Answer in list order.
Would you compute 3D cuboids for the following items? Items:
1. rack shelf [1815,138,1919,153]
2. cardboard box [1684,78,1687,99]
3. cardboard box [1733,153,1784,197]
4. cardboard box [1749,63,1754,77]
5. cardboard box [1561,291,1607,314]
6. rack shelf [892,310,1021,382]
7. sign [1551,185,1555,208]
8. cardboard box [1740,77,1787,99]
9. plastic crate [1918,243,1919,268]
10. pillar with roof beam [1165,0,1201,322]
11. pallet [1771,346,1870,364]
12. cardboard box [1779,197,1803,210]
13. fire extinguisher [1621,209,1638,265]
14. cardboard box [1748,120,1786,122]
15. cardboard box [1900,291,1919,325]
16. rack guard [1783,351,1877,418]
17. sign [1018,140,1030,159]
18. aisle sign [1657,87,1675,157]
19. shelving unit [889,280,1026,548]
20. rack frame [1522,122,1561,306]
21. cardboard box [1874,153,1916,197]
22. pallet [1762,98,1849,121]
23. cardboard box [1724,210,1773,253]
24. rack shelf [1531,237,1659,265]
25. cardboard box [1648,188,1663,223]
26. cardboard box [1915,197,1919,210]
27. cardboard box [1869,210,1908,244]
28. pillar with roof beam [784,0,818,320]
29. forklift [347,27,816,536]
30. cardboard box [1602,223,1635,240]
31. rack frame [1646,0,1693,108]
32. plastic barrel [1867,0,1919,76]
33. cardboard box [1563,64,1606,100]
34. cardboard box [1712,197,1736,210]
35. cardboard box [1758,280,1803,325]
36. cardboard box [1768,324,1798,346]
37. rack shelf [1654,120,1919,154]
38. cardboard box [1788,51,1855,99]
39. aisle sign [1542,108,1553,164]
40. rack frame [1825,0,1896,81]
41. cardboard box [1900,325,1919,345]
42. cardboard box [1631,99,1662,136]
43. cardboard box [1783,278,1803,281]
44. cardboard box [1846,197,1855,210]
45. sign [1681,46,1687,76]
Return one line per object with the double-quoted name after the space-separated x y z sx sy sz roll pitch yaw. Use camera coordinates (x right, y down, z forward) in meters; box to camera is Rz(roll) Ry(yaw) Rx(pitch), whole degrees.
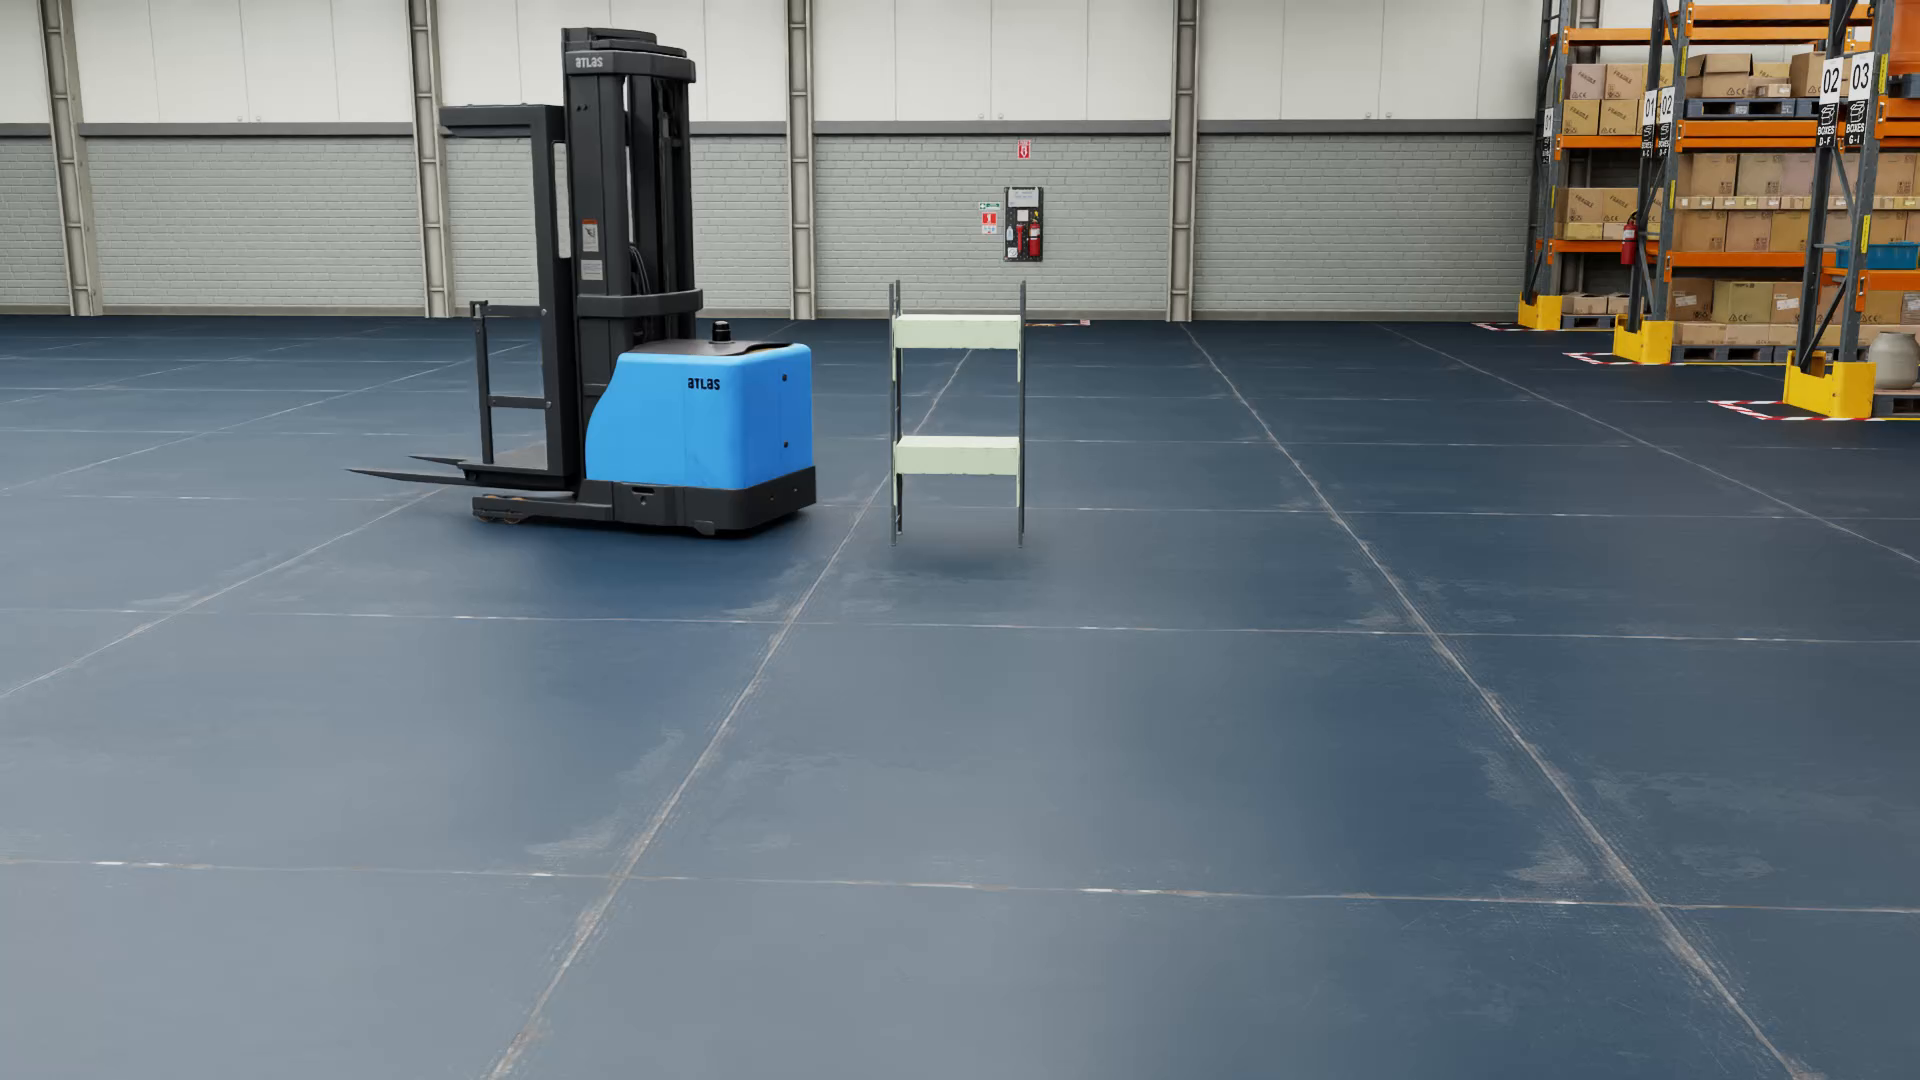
14.690 -5.739 24.308 4.000 0.370 1.077 1 12 4 "rack shelf"
10.688 -6.744 24.620 0.500 0.500 0.500 1 12 4 "cardboard box"
9.419 -4.361 19.877 0.500 0.500 0.700 0 12 2 "cardboard box"
11.107 -6.628 24.068 0.500 0.500 0.500 0 12 2 "cardboard box"
9.388 -3.576 25.031 0.500 0.311 0.500 -1 12 -3 "cardboard box"
-0.007 -1.116 9.535 0.720 0.370 0.431 1 12 4 "rack shelf"
8.667 -5.018 24.315 0.005 0.325 0.100 1 12 4 "sign"
9.543 -5.400 19.929 0.500 0.250 0.500 1 12 4 "cardboard box"
9.208 -2.652 15.485 0.408 0.251 0.499 1 12 4 "plastic crate"
3.185 -7.011 21.306 0.400 9.000 9.100 1 12 4 "pillar with roof beam"
10.356 -2.309 20.289 1.213 0.211 1.003 1 12 4 "pallet"
9.783 -3.996 19.717 0.250 0.149 0.380 0 12 2 "cardboard box"
8.289 -3.751 20.565 0.183 0.674 0.296 1 12 4 "fire extinguisher"
11.670 -6.143 24.190 0.500 0.500 0.500 0 12 -1 "cardboard box"
11.392 -2.836 19.857 0.500 0.500 0.500 1 12 4 "cardboard box"
8.120 -1.466 15.555 0.348 0.500 1.175 1 12 4 "rack guard"
1.008 -6.151 26.184 0.199 0.298 0.001 1 12 4 "sign"
8.290 -4.904 19.535 0.004 0.787 0.394 1 12 4 "aisle sign"
-0.007 -0.734 9.615 0.755 1.500 0.431 1 12 4 "shelving unit"
8.703 -4.705 24.934 0.127 3.000 1.000 1 12 4 "rack frame"
10.920 -4.340 19.779 0.500 0.500 0.700 1 12 4 "cardboard box"
10.300 -5.087 19.649 1.213 0.211 1.003 1 12 4 "pallet"
9.365 -3.727 20.013 0.500 0.500 0.700 1 12 5 "cardboard box"
10.699 -4.325 24.877 4.000 0.370 1.077 1 12 4 "rack shelf"
10.167 -4.923 24.463 0.500 0.500 0.500 0 12 2 "cardboard box"
11.311 -3.975 19.615 0.250 0.149 0.380 1 12 4 "cardboard box"
10.897 -3.705 19.911 0.500 0.500 0.700 1 12 5 "cardboard box"
-2.801 -7.093 21.699 0.400 9.000 9.100 1 12 4 "pillar with roof beam"
-2.482 -1.628 10.392 3.031 2.935 1.130 5 13 21 "forklift"
9.688 -4.565 24.585 0.500 0.250 0.500 0 12 2 "cardboard box"
8.376 -6.629 19.481 0.127 3.000 1.000 1 12 4 "rack frame"
8.535 -4.584 14.956 0.708 0.830 0.600 1 12 4 "plastic barrel"
9.072 -6.666 24.250 0.500 0.500 0.500 0 12 0 "cardboard box"
9.017 -4.007 19.768 0.250 0.149 0.380 0 12 2 "cardboard box"
9.895 -2.856 19.954 0.500 0.500 0.500 1 12 4 "cardboard box"
9.894 -2.487 20.019 0.500 0.250 0.500 1 12 4 "cardboard box"
10.372 -4.782 19.731 4.000 0.370 1.077 1 12 4 "rack shelf"
10.015 -5.405 19.345 0.500 0.500 0.500 1 12 4 "cardboard box"
8.612 -5.917 24.379 0.004 0.787 0.394 1 12 4 "aisle sign"
8.041 -5.617 14.644 0.127 3.000 1.000 1 12 4 "rack frame"
11.392 -2.468 19.932 0.500 0.250 0.500 1 12 4 "cardboard box"
10.072 -6.155 24.248 0.500 0.500 0.500 1 12 6 "cardboard box"
10.429 -2.955 20.428 0.500 0.500 0.500 1 12 4 "cardboard box"
10.549 -3.985 19.665 0.250 0.149 0.380 1 12 6 "cardboard box"
8.333 -5.514 19.149 0.005 0.325 0.100 1 12 4 "sign"
